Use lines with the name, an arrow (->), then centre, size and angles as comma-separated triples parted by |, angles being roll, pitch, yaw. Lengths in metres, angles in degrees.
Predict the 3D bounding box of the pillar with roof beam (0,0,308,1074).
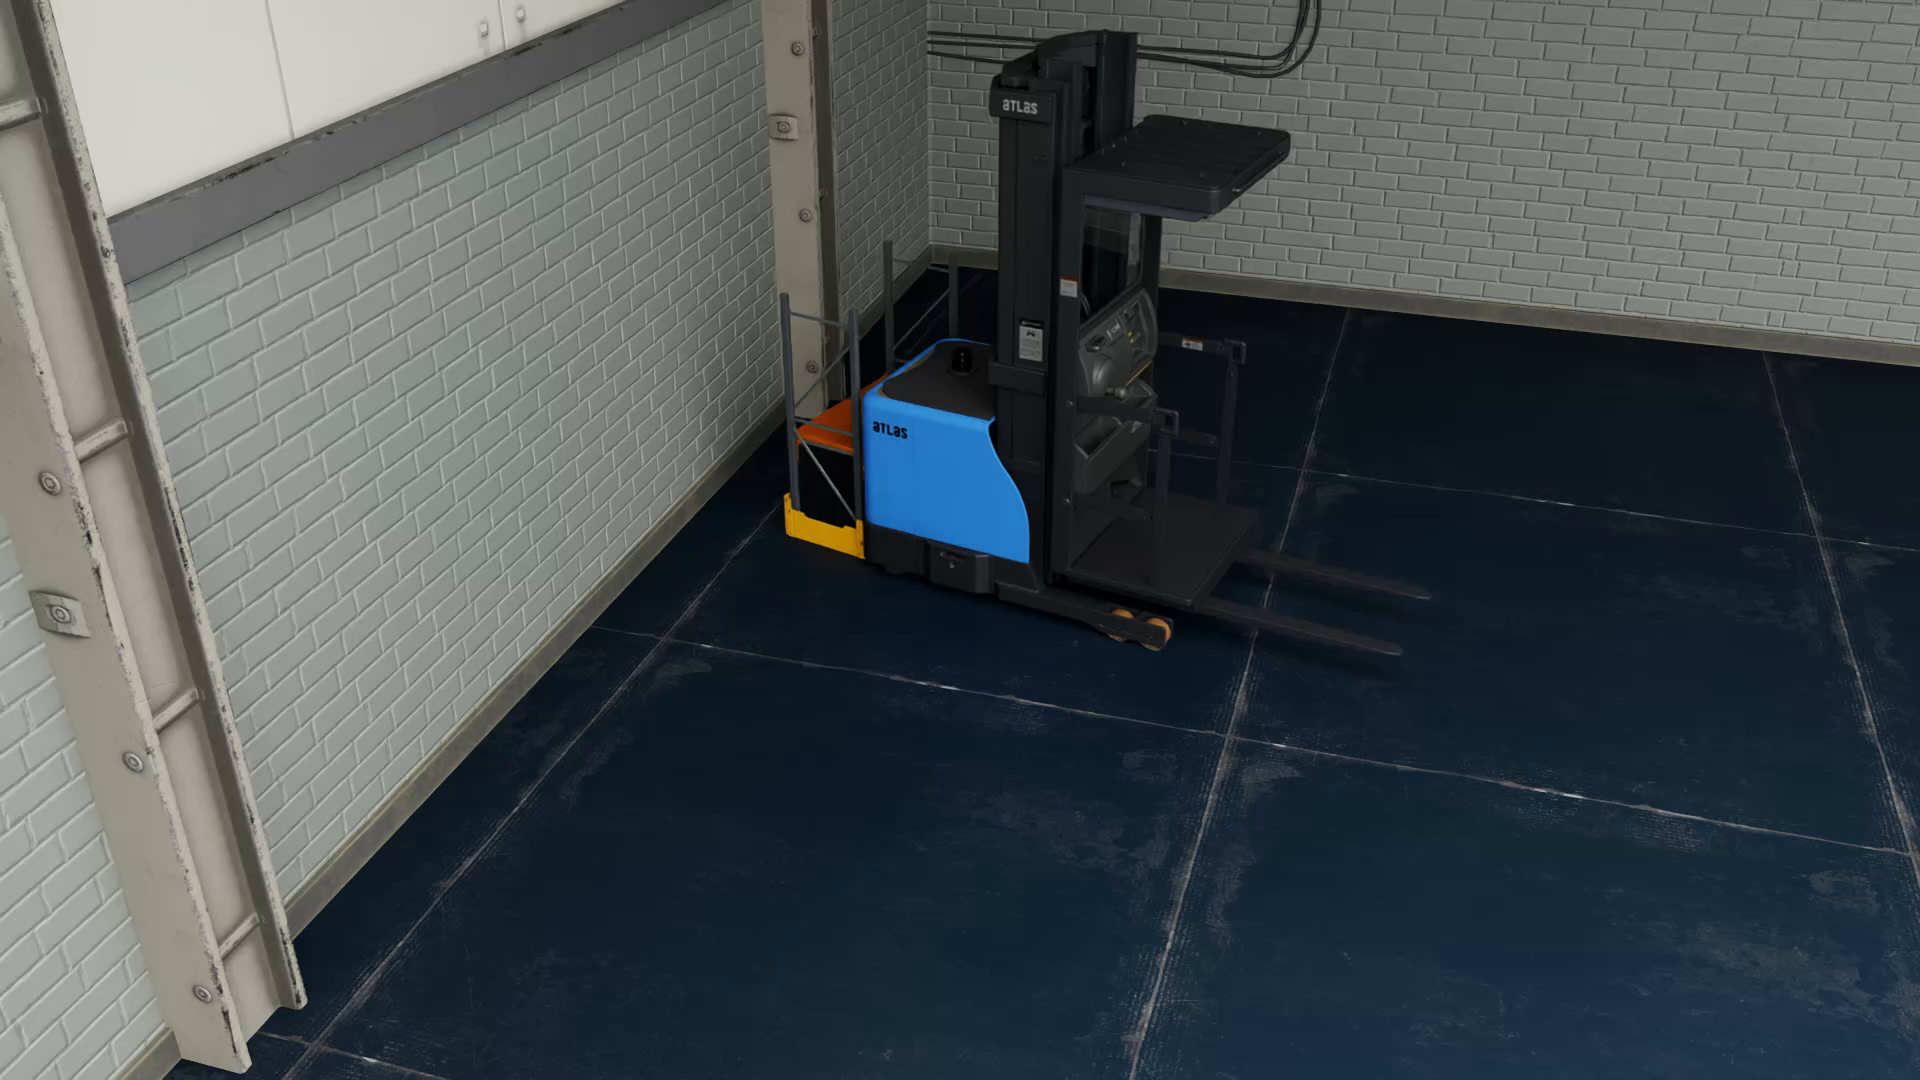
pillar with roof beam -> 1.361, -1.447, 3.094 | 9.100, 9.000, 0.400 | 8, 30, 15

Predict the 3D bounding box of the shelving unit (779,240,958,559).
shelving unit -> -0.505, -0.838, 9.714 | 0.587, 1.500, 1.083 | 17, 33, 27

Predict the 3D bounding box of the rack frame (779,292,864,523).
rack frame -> -0.766, -0.632, 9.342 | 0.500, 1.500, 0.032 | 17, 33, 27

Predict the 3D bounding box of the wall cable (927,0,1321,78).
wall cable -> 1.136, -4.673, 12.088 | 3.097, 2.526, 0.112 | 8, 30, 15

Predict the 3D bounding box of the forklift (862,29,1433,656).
forklift -> 1.001, -0.999, 8.532 | 3.031, 2.935, 1.130 | 14, 32, 24

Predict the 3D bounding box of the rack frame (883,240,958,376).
rack frame -> -0.234, -1.053, 10.100 | 0.500, 1.500, 0.032 | 17, 33, 27

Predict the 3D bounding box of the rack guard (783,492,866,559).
rack guard -> -0.765, -0.086, 9.647 | 0.587, 0.250, 0.087 | 17, 33, 27

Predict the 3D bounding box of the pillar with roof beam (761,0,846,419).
pillar with roof beam -> 3.122, -4.235, 8.107 | 9.100, 9.000, 0.400 | 8, 30, 15

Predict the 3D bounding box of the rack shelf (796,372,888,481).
rack shelf -> -0.500, -0.685, 9.809 | 0.538, 0.185, 1.000 | 17, 33, 27
